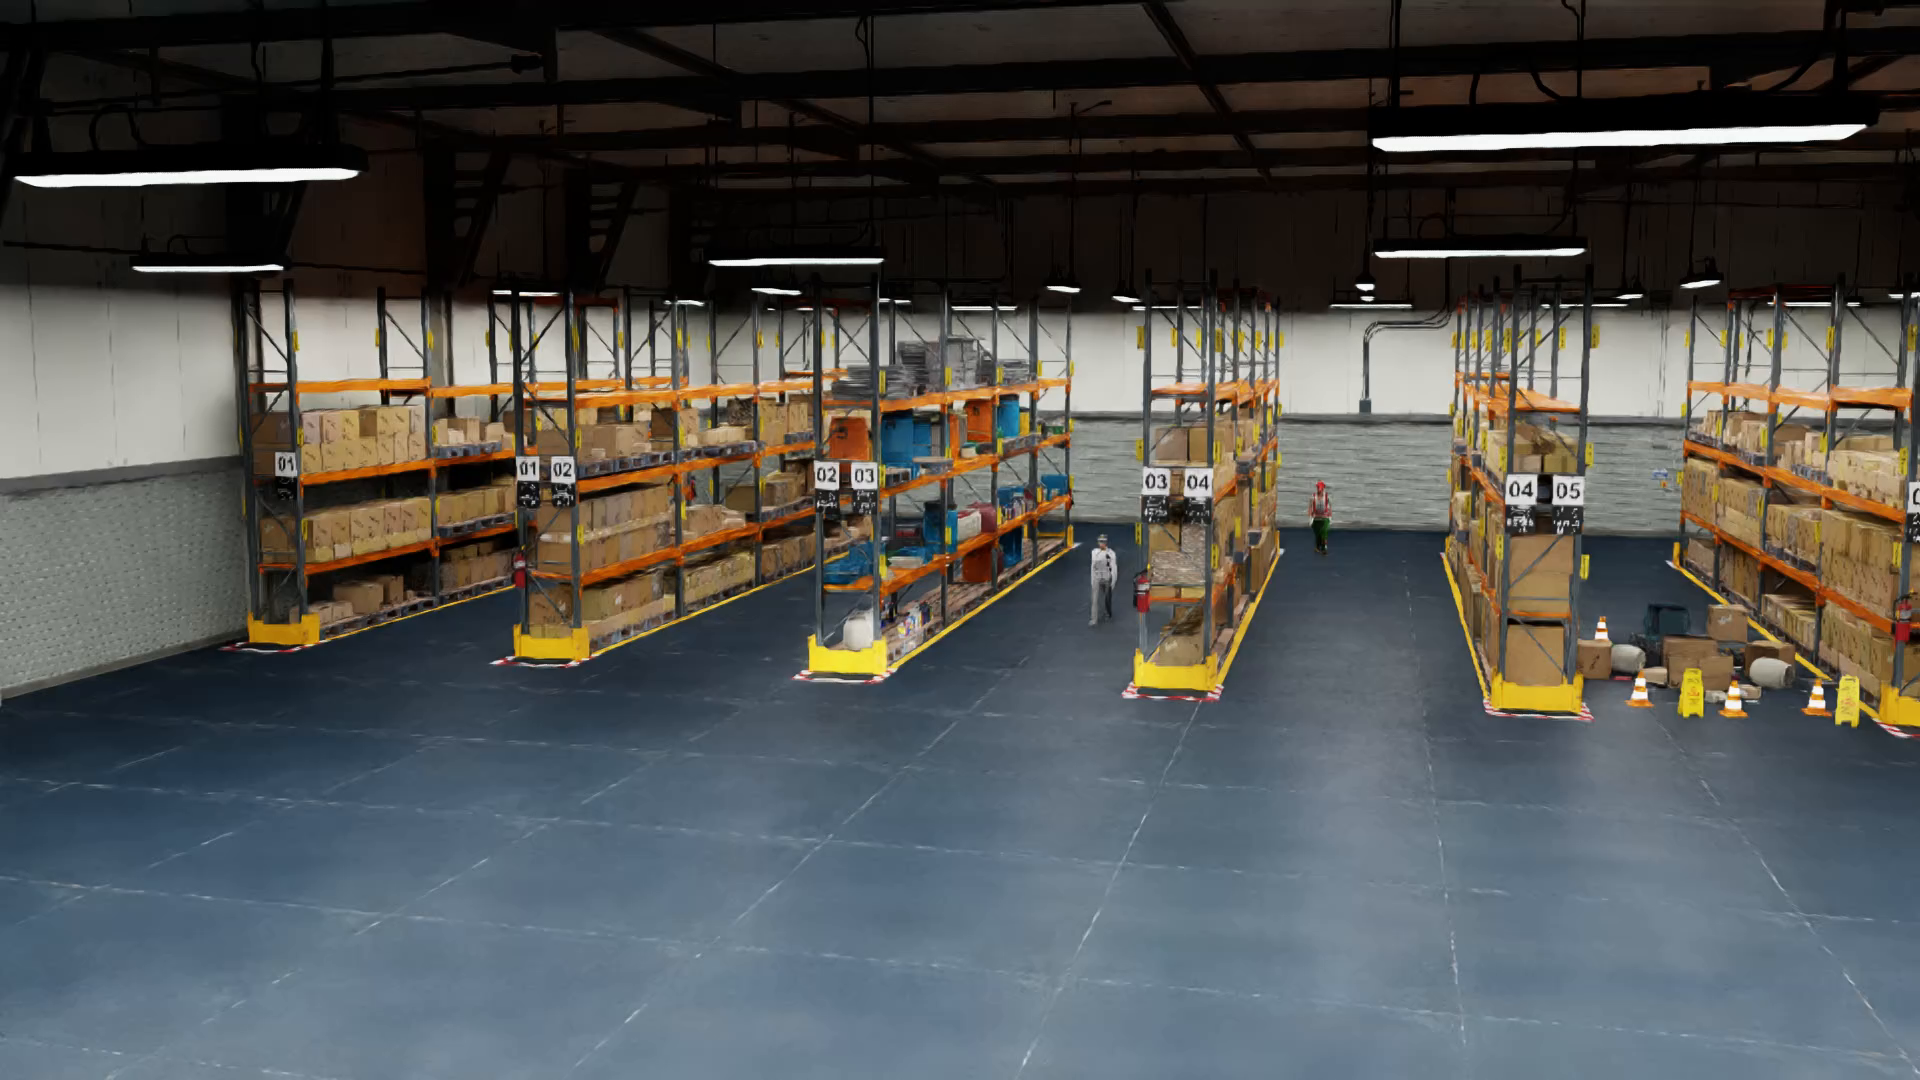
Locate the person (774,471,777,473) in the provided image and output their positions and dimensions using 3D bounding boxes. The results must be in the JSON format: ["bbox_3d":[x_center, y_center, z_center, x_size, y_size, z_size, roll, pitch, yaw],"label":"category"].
[{"bbox_3d":[-4.454,-0.816,41.088,0.450,1.776,0.584,-2,7,-17],"label":"person"}]

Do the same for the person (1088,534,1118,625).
[{"bbox_3d":[2.537,0.679,29.374,0.488,1.587,1.070,1,7,11],"label":"person"}]

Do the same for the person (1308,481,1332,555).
[{"bbox_3d":[8.449,-0.537,39.028,0.553,1.709,1.123,2,7,16],"label":"person"}]
